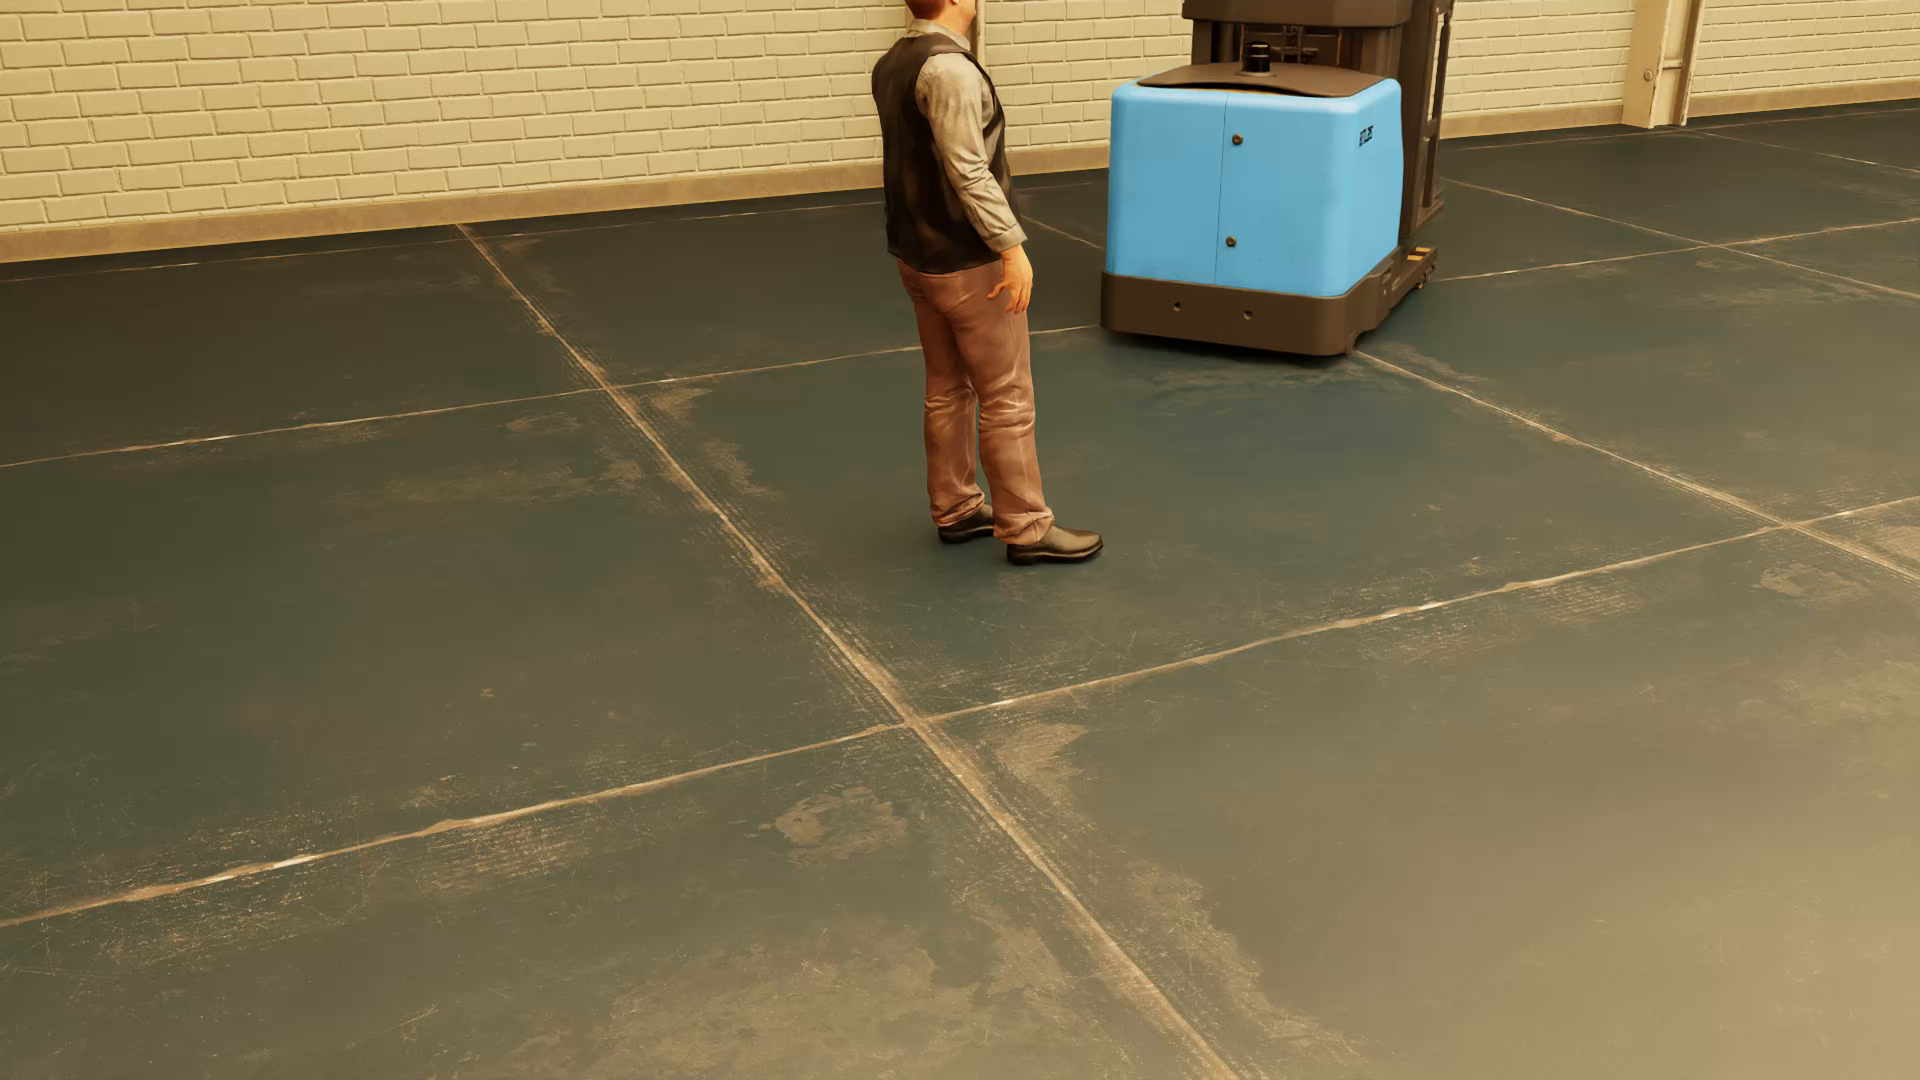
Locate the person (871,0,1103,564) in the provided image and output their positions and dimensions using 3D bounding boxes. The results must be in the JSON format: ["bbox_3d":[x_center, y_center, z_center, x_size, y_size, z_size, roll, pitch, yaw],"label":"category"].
[{"bbox_3d":[0.060,-0.809,4.792,0.568,1.721,0.633,-10,25,-23],"label":"person"}]

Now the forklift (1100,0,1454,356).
[{"bbox_3d":[1.700,-2.625,7.605,1.130,2.935,3.031,11,25,24],"label":"forklift"}]
